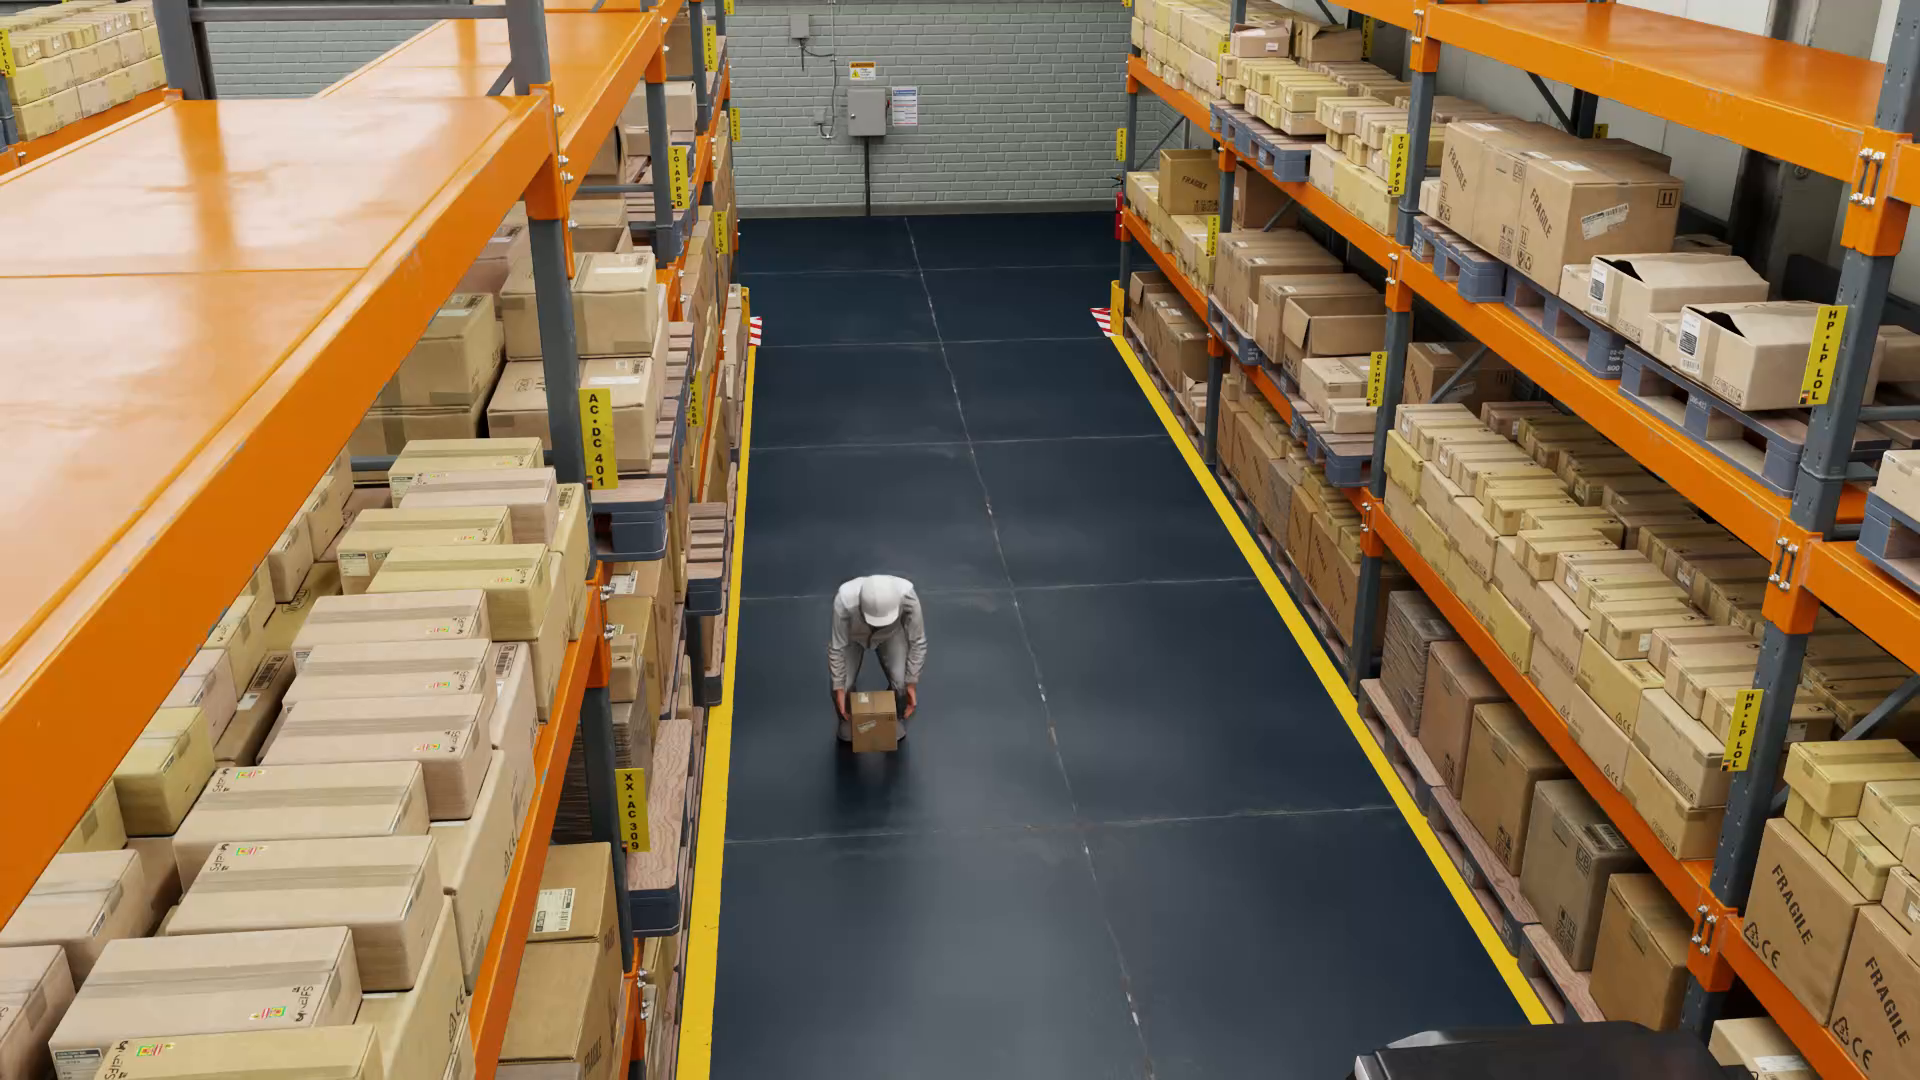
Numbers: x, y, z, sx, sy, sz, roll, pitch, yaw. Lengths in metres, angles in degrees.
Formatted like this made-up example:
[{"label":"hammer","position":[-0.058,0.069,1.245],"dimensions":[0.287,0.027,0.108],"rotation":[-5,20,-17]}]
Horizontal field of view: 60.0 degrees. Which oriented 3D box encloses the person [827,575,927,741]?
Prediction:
[{"label":"person","position":[-0.479,0.624,9.589],"dimensions":[0.570,1.196,0.850],"rotation":[-1,24,-3]}]
